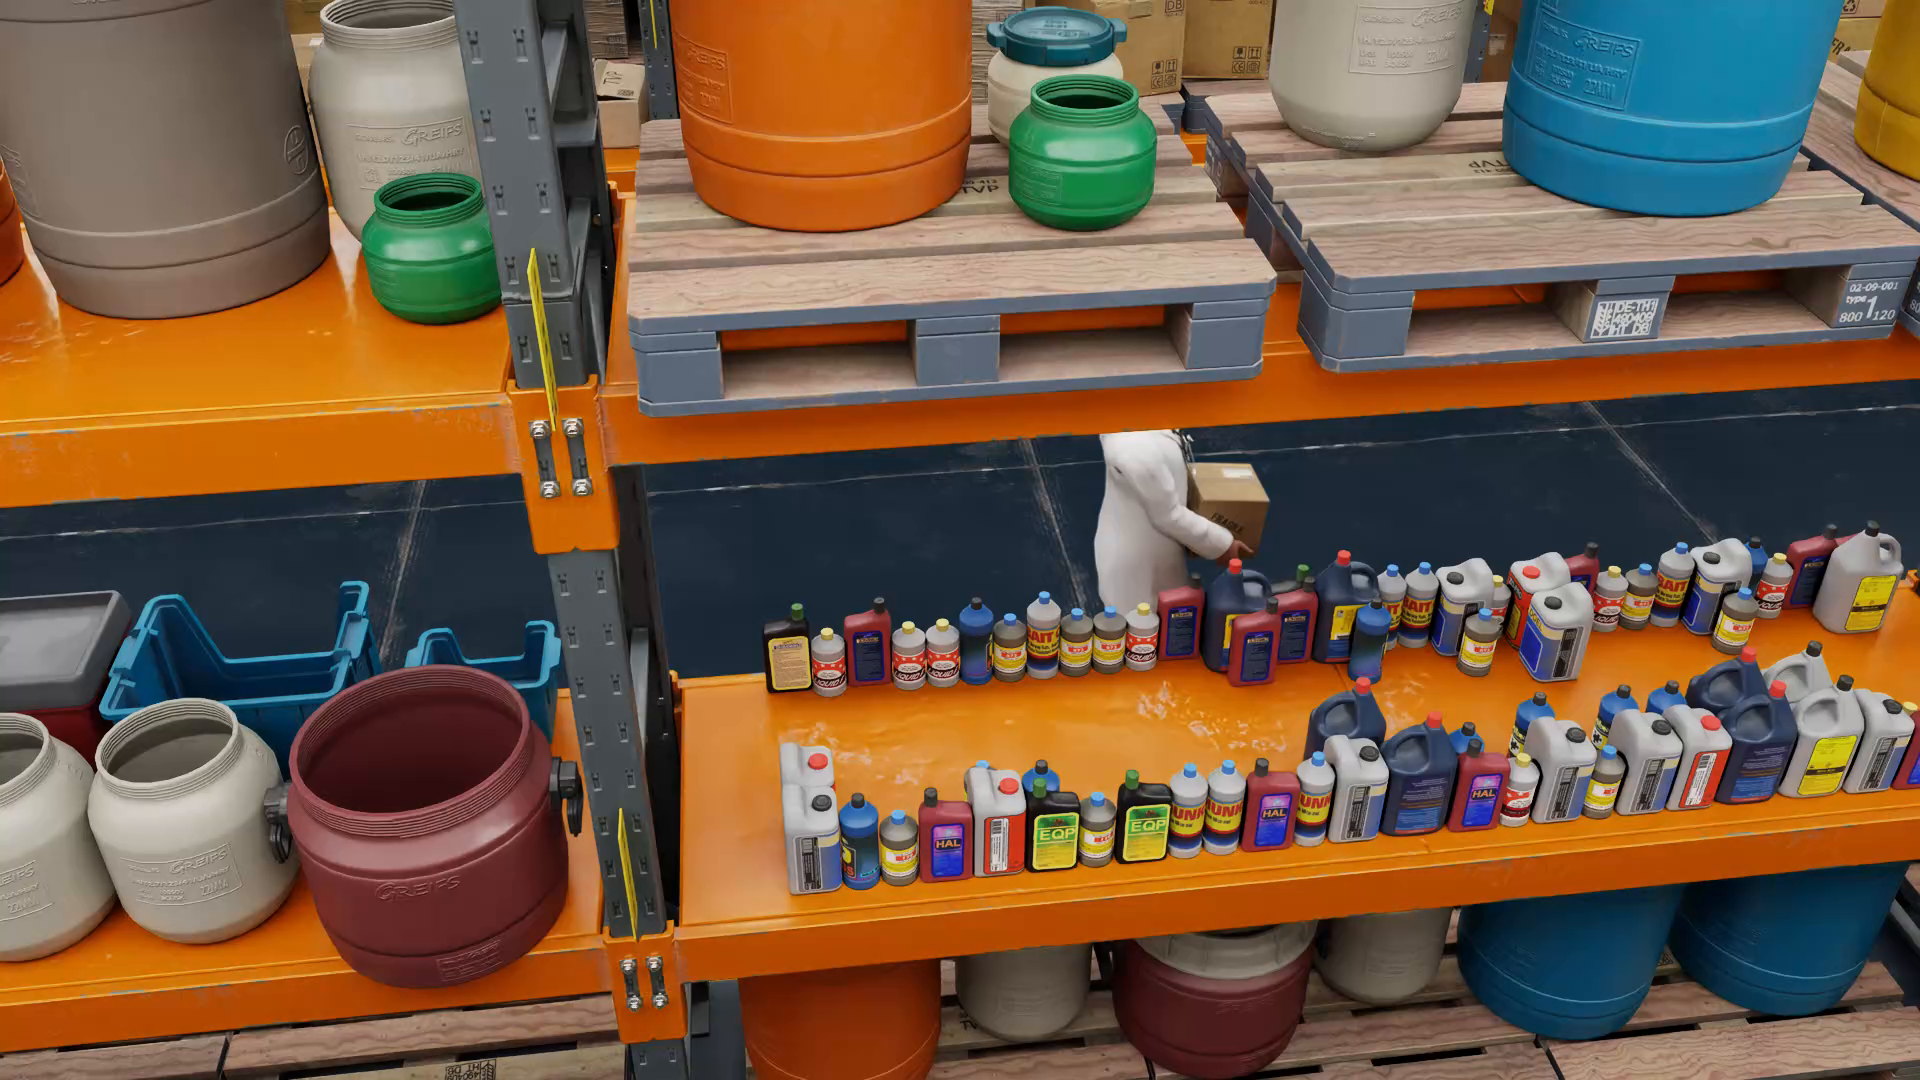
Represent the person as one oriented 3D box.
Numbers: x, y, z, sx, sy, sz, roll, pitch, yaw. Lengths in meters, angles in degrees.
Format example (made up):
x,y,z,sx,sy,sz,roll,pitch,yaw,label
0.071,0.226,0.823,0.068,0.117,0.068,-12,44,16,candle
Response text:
x,y,z,sx,sy,sz,roll,pitch,yaw,label
0.754,0.054,6.082,0.554,1.769,0.531,-4,35,-6,person
